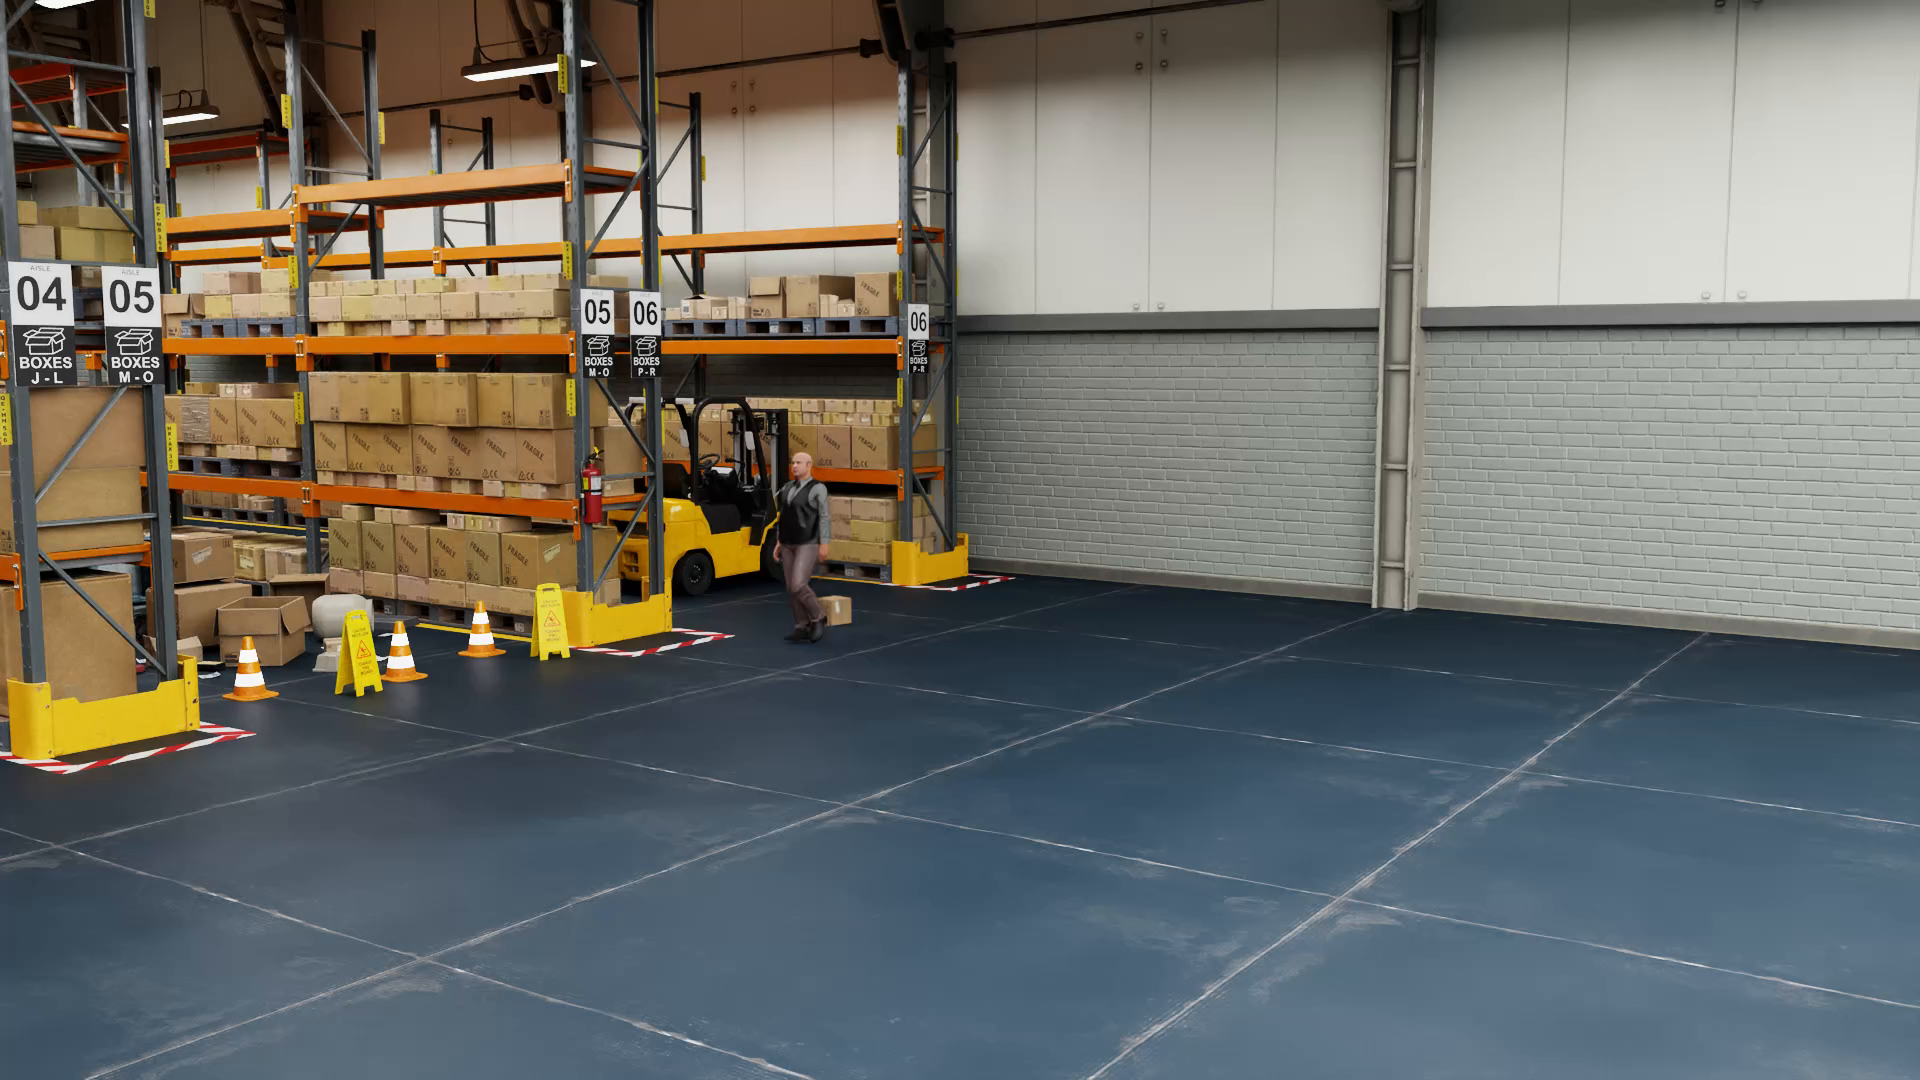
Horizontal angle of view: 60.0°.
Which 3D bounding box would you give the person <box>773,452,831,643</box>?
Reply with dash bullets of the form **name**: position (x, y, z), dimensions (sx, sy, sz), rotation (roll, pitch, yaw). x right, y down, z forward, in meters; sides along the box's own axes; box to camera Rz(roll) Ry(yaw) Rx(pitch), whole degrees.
- **person**: position (-1.459, 0.072, 15.050), dimensions (0.546, 1.725, 0.452), rotation (5, 8, 39)
